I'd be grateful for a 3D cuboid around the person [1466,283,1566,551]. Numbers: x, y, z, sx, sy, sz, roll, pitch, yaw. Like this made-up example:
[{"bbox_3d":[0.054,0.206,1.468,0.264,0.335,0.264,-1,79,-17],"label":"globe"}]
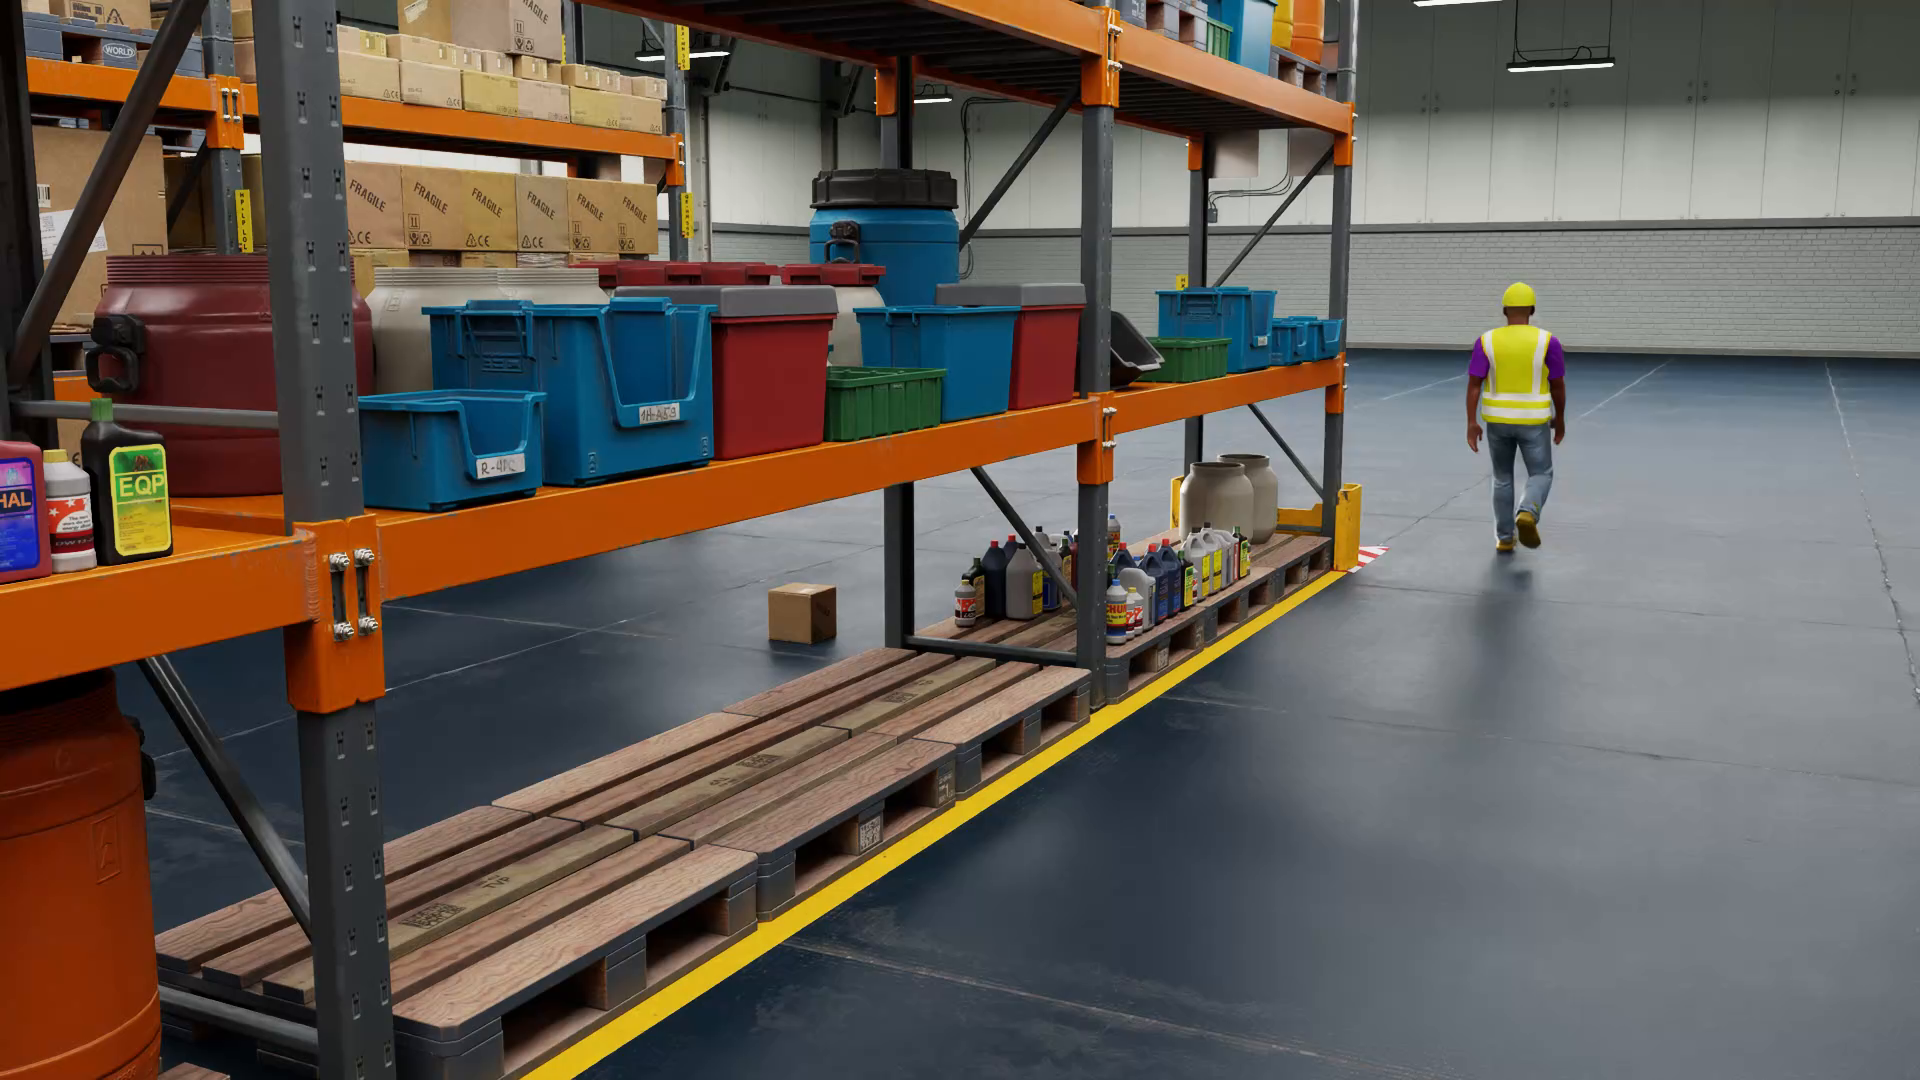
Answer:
[{"bbox_3d":[3.560,-0.771,10.650,0.585,1.736,0.796,5,10,27],"label":"person"}]
